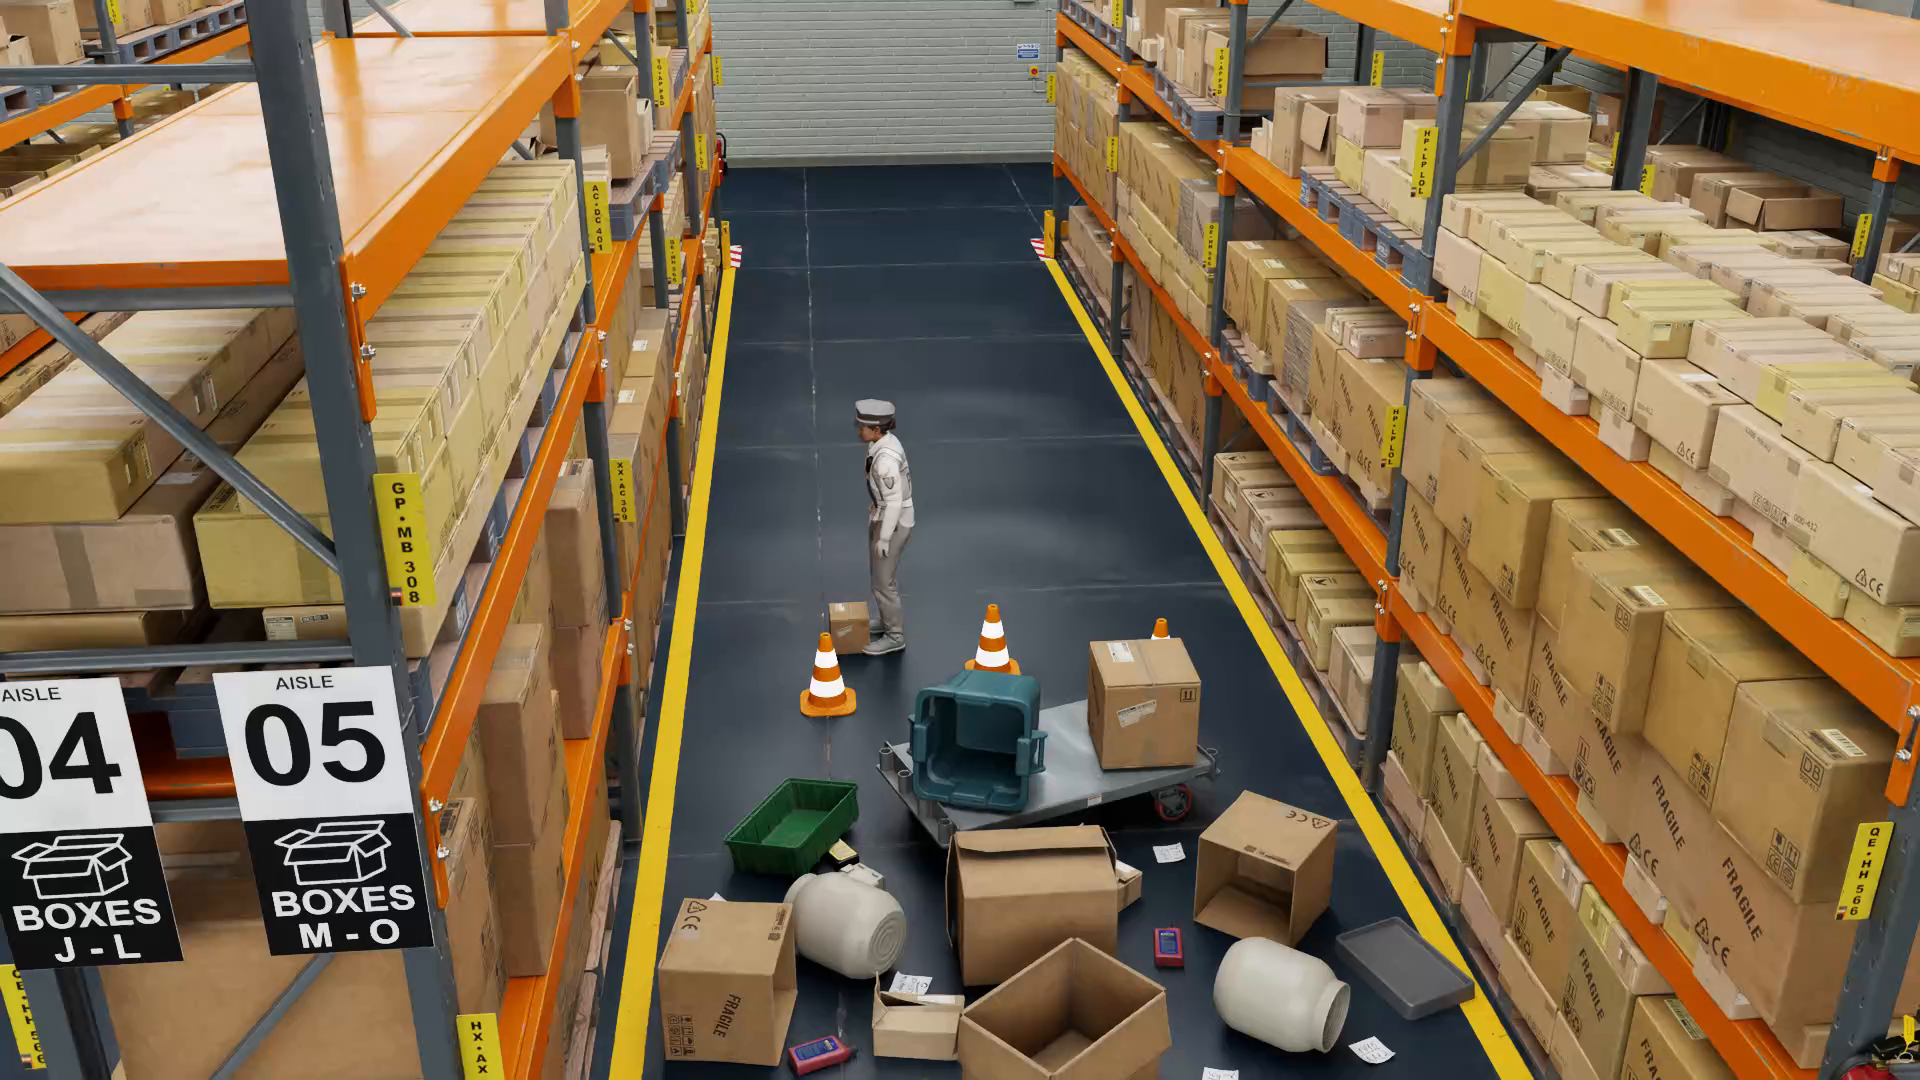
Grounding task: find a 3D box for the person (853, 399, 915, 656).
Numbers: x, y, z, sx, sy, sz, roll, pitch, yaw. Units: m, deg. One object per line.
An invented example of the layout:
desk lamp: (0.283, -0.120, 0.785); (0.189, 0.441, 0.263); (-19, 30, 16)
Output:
person: (-0.475, -0.091, 10.507); (0.372, 1.663, 0.531); (-3, 24, -7)
